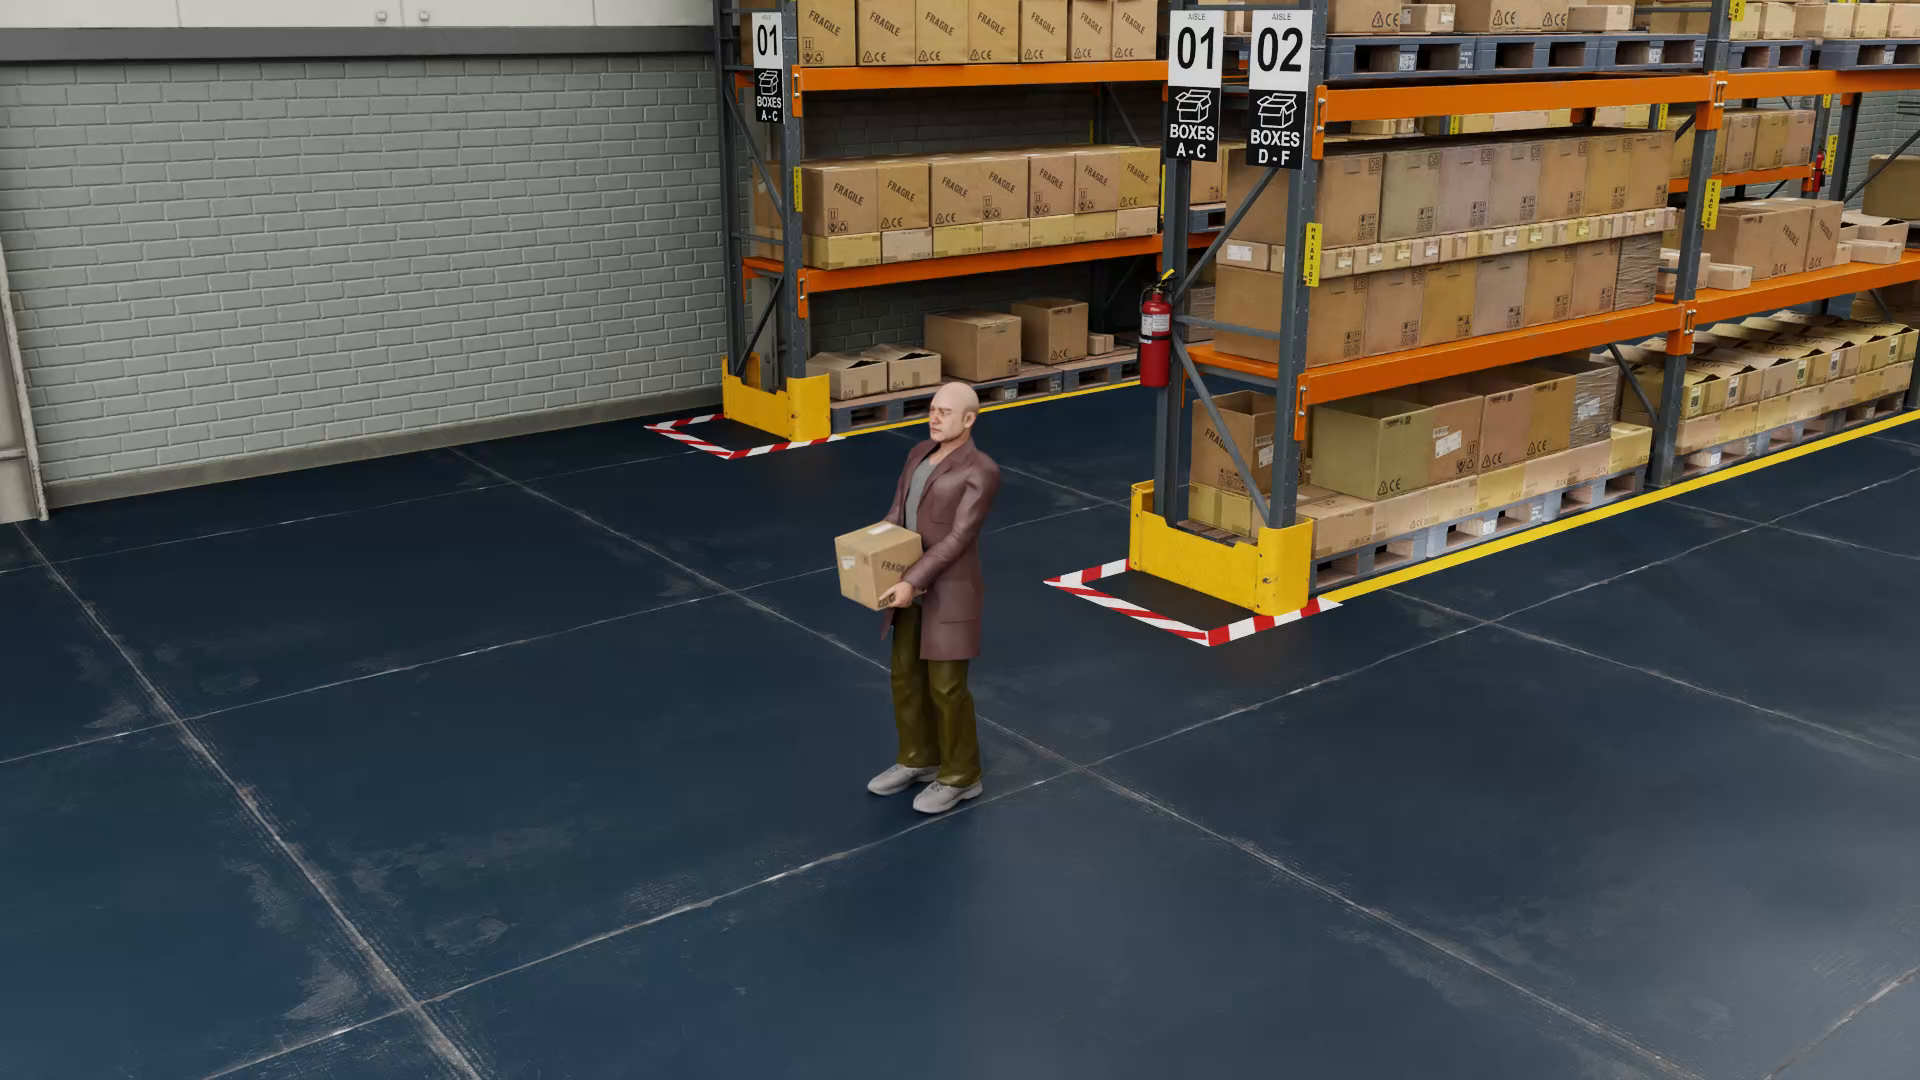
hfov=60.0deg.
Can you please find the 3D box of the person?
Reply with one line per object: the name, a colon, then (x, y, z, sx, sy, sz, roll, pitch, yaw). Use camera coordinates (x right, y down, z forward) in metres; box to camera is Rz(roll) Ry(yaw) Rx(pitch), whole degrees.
person: (-0.167, 0.245, 6.804, 0.563, 1.770, 0.528, -13, 22, -35)
